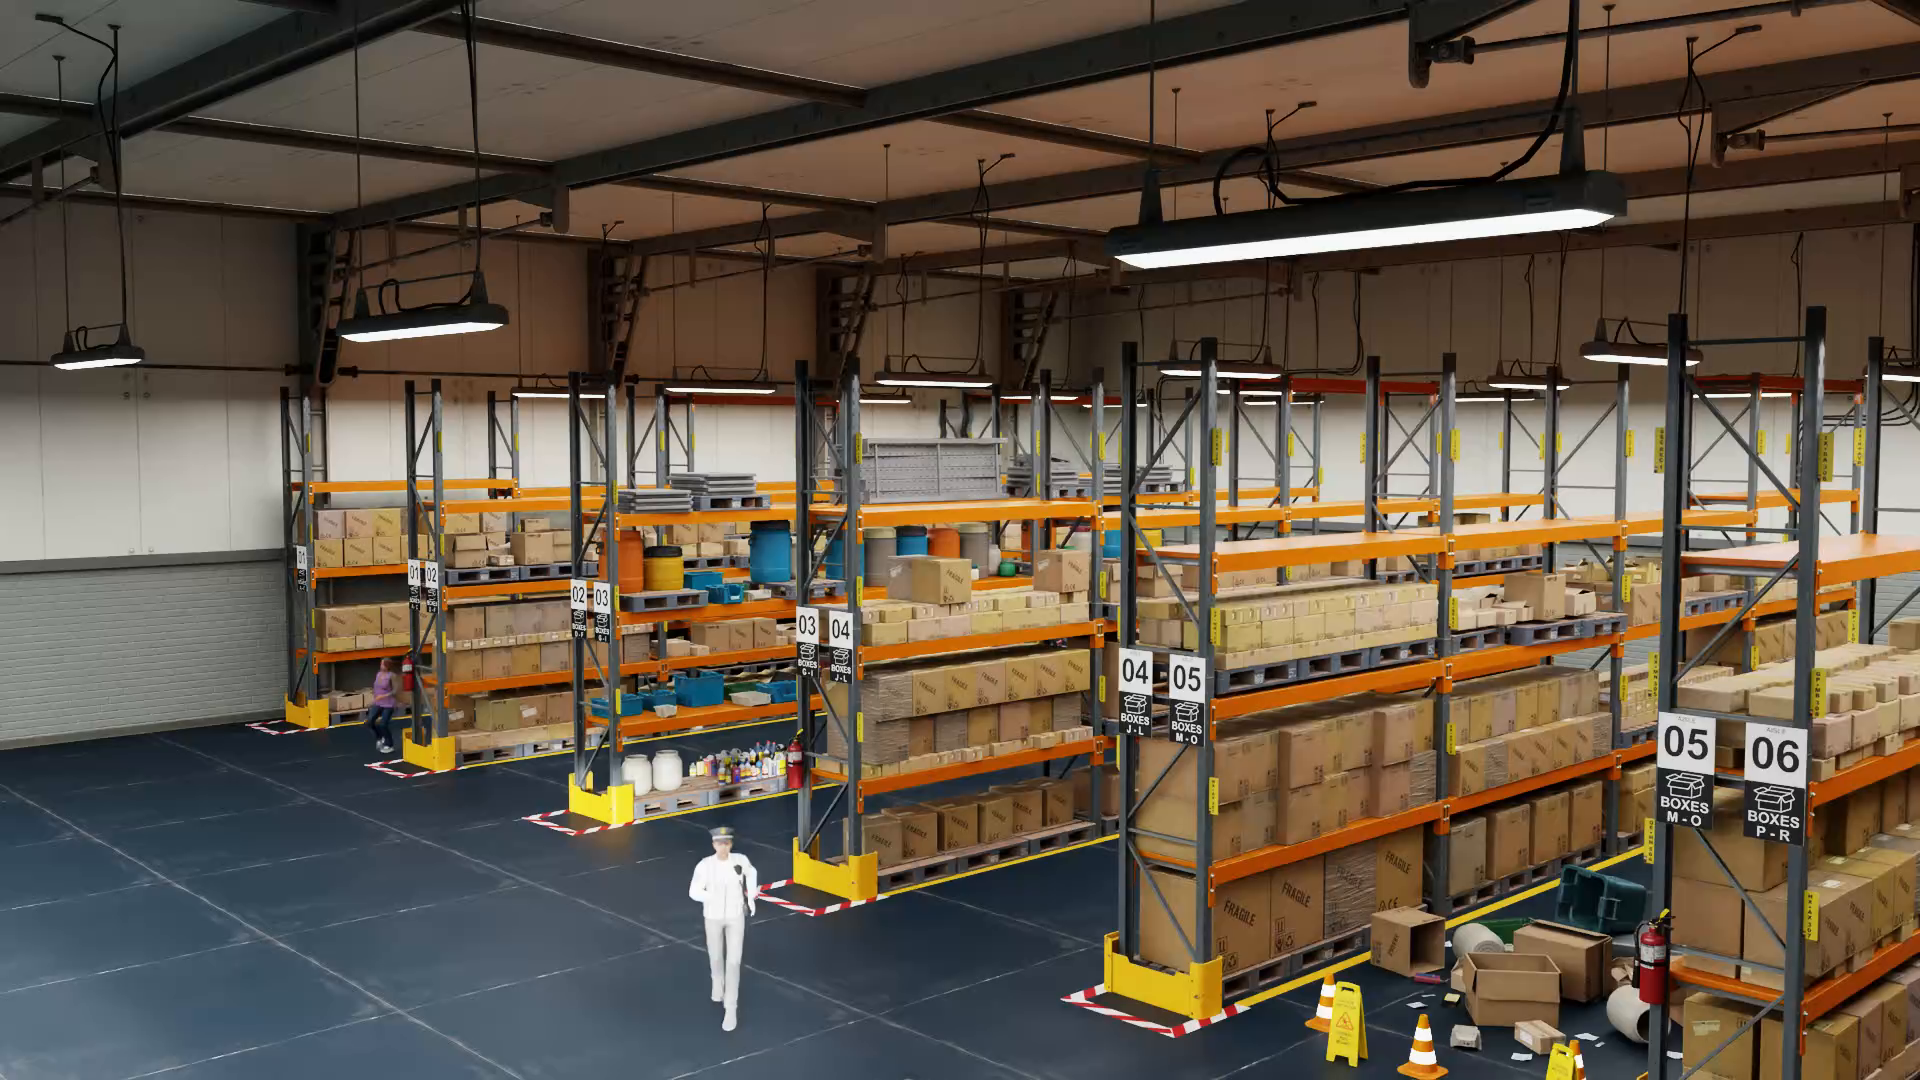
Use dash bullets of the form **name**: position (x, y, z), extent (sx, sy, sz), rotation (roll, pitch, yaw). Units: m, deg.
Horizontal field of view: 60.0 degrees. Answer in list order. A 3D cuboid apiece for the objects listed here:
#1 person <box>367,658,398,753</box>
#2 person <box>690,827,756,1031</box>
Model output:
- **person**: position (-9.316, 2.674, 26.838), extent (0.493, 1.557, 0.537), rotation (1, 4, 22)
- **person**: position (-2.093, 3.359, 14.732), extent (0.588, 1.722, 0.876), rotation (-1, 4, -8)
